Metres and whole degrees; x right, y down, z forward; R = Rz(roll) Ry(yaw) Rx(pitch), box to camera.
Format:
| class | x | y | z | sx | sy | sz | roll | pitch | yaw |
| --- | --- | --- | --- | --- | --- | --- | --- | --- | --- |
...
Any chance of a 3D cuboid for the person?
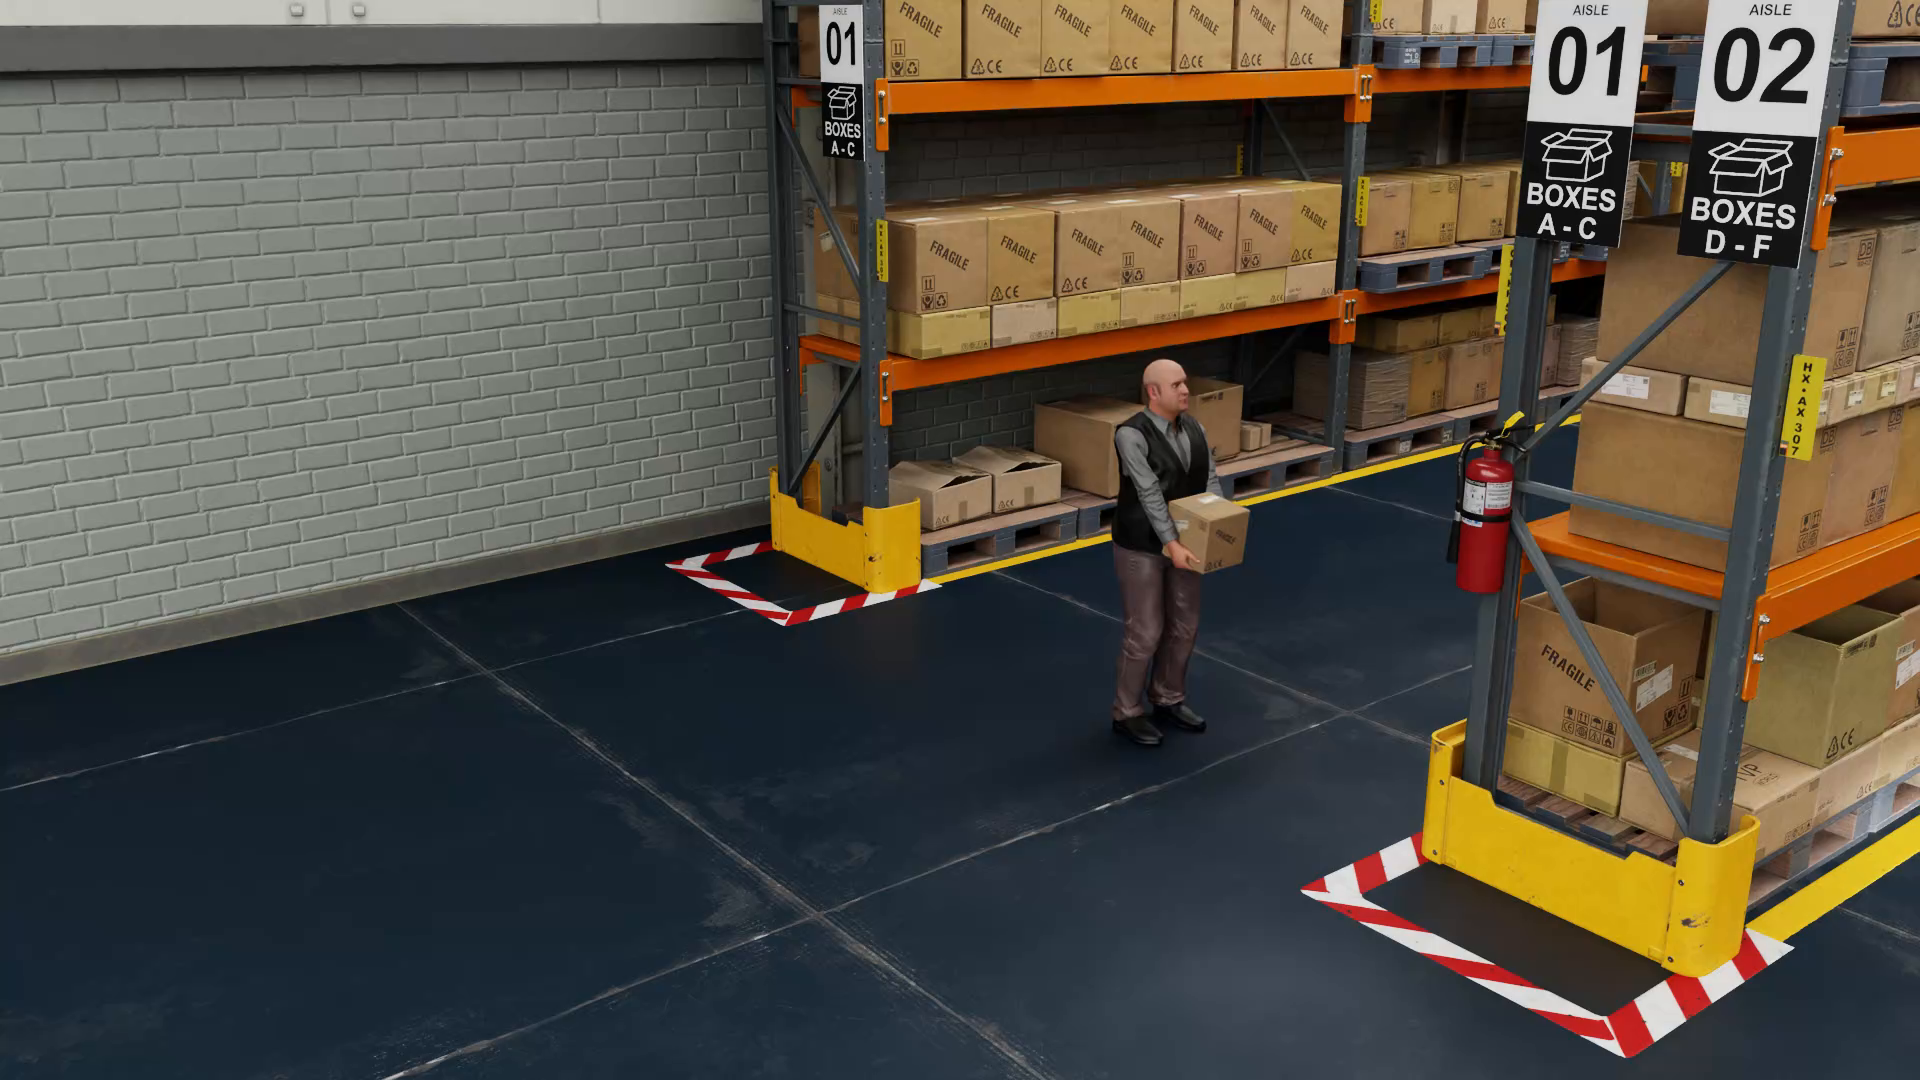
| class | x | y | z | sx | sy | sz | roll | pitch | yaw |
| --- | --- | --- | --- | --- | --- | --- | --- | --- | --- |
| person | 0.966 | 0.066 | 7.394 | 0.495 | 1.718 | 0.555 | -13 | 22 | -36 |
